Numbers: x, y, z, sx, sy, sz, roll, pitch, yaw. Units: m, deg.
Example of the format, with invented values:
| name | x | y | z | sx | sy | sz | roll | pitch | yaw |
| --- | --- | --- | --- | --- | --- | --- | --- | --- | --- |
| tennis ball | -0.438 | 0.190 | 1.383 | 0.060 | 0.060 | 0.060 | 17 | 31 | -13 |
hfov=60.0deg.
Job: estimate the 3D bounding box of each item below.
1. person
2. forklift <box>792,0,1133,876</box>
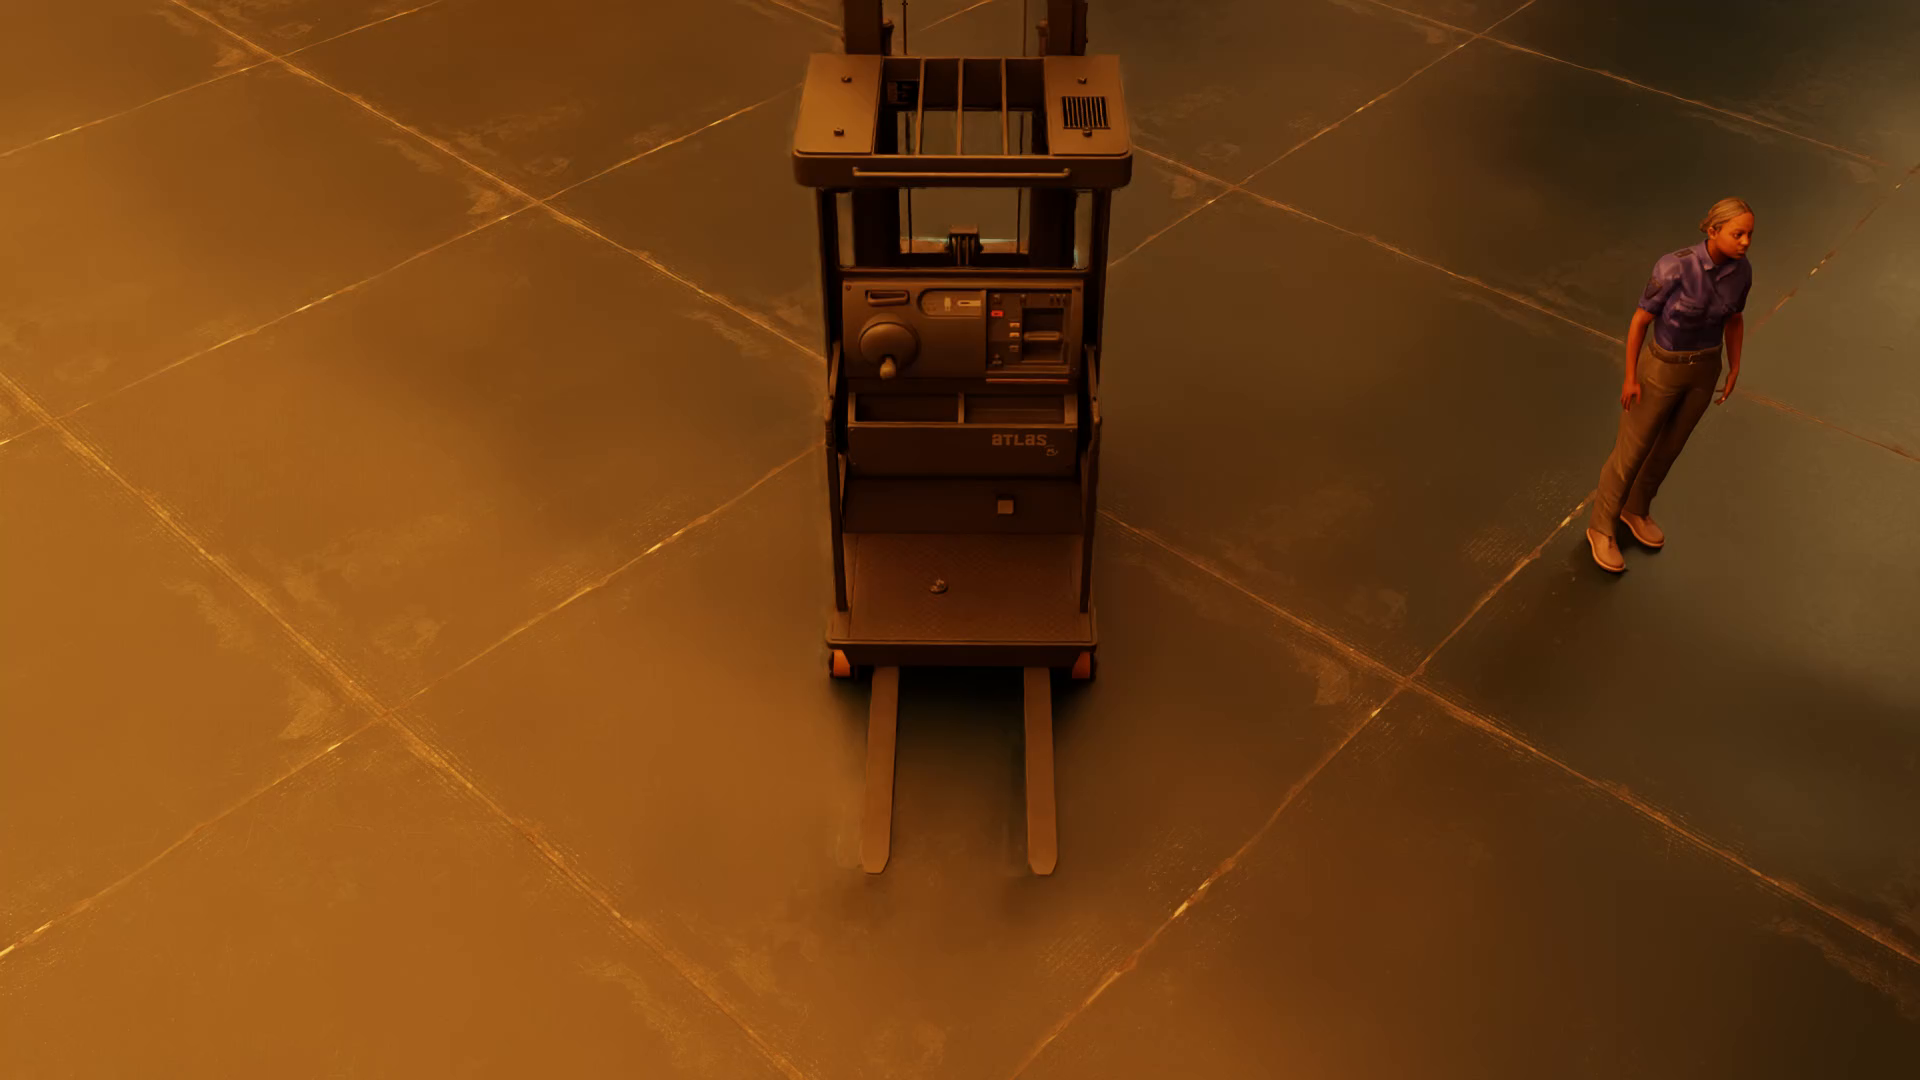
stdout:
| name | x | y | z | sx | sy | sz | roll | pitch | yaw |
| --- | --- | --- | --- | --- | --- | --- | --- | --- | --- |
| person | 3.126 | -0.661 | 7.171 | 0.563 | 1.656 | 0.504 | -8 | 41 | -9 |
| forklift | 0.011 | -0.734 | 6.284 | 1.130 | 2.935 | 3.031 | 0 | 41 | 0 |
